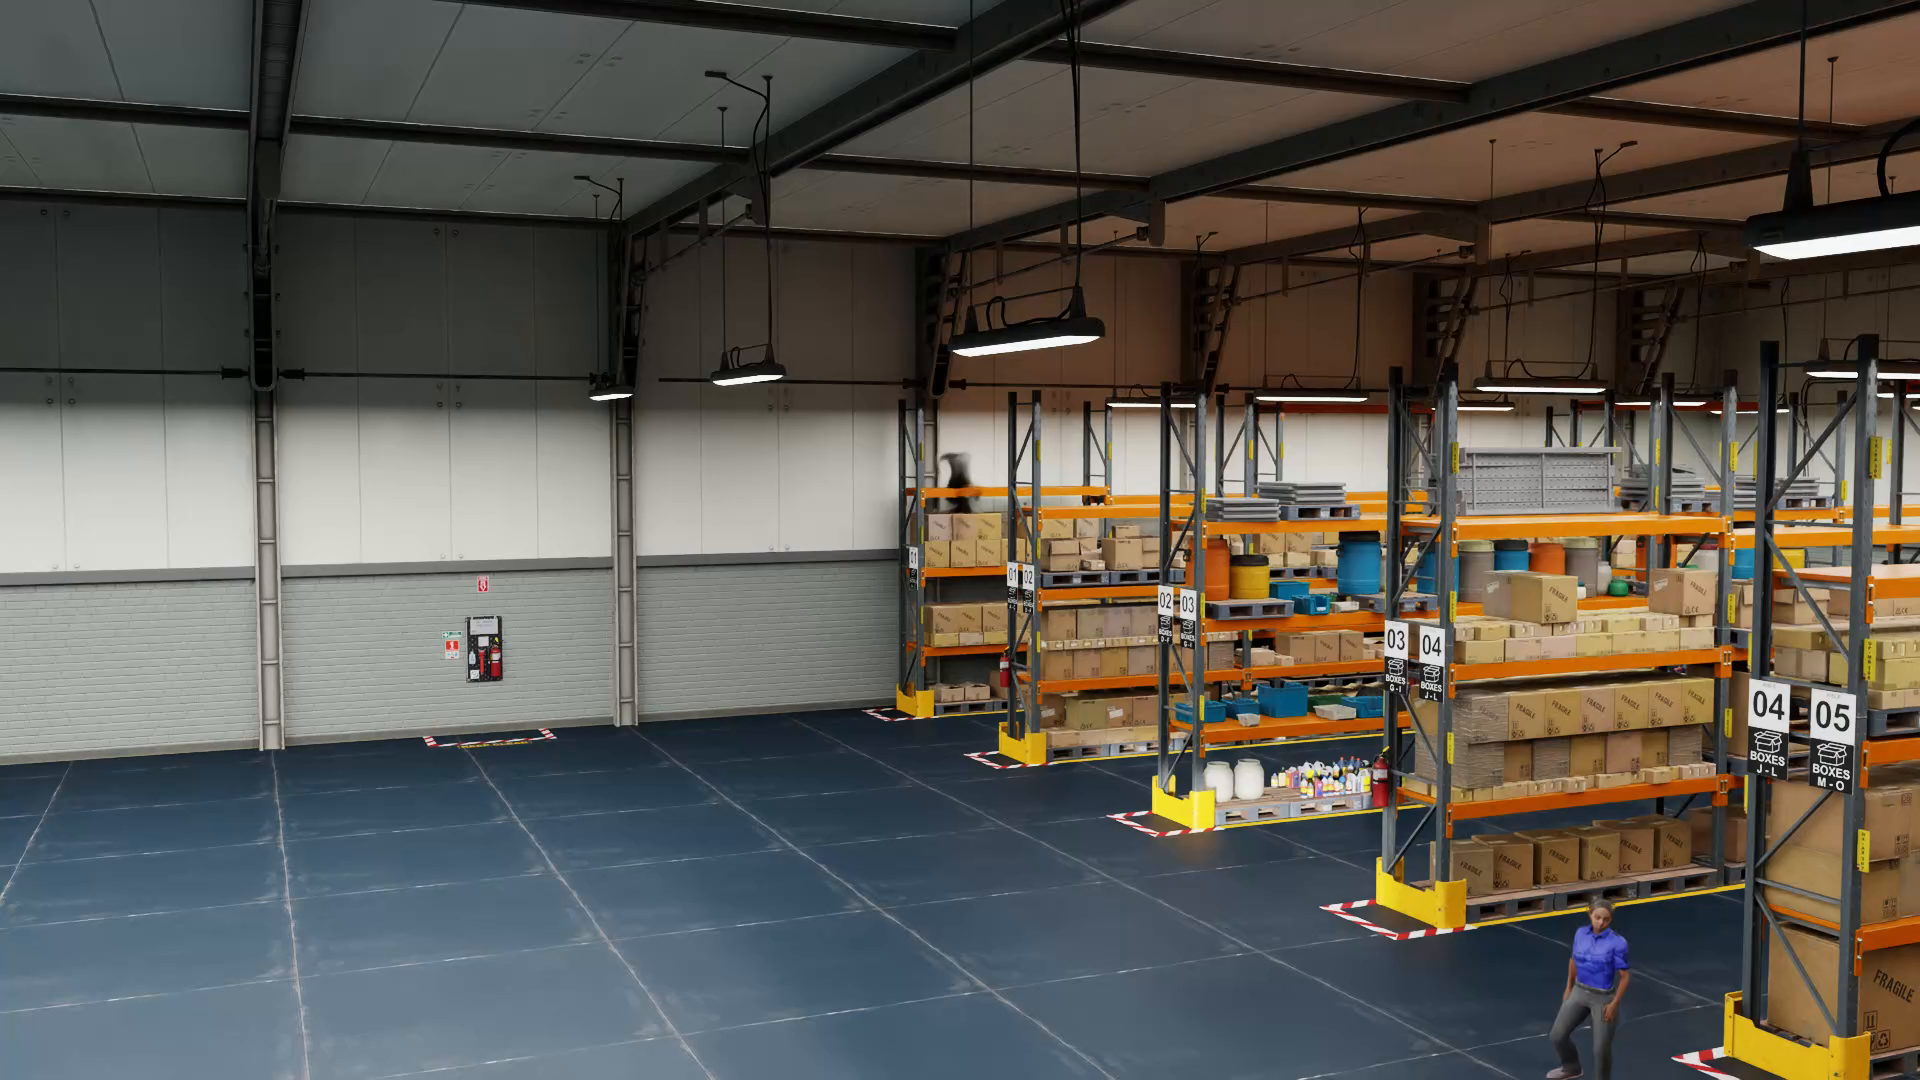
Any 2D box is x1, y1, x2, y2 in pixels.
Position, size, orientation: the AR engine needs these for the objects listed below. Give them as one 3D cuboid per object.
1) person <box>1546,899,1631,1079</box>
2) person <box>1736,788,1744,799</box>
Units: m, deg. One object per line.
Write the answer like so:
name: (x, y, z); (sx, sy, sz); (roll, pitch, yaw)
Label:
person: (4.880, 3.599, 12.992); (0.706, 1.653, 0.584); (3, 5, 43)
person: (11.075, 2.960, 23.757); (0.718, 1.699, 0.572); (-1, 4, -23)
